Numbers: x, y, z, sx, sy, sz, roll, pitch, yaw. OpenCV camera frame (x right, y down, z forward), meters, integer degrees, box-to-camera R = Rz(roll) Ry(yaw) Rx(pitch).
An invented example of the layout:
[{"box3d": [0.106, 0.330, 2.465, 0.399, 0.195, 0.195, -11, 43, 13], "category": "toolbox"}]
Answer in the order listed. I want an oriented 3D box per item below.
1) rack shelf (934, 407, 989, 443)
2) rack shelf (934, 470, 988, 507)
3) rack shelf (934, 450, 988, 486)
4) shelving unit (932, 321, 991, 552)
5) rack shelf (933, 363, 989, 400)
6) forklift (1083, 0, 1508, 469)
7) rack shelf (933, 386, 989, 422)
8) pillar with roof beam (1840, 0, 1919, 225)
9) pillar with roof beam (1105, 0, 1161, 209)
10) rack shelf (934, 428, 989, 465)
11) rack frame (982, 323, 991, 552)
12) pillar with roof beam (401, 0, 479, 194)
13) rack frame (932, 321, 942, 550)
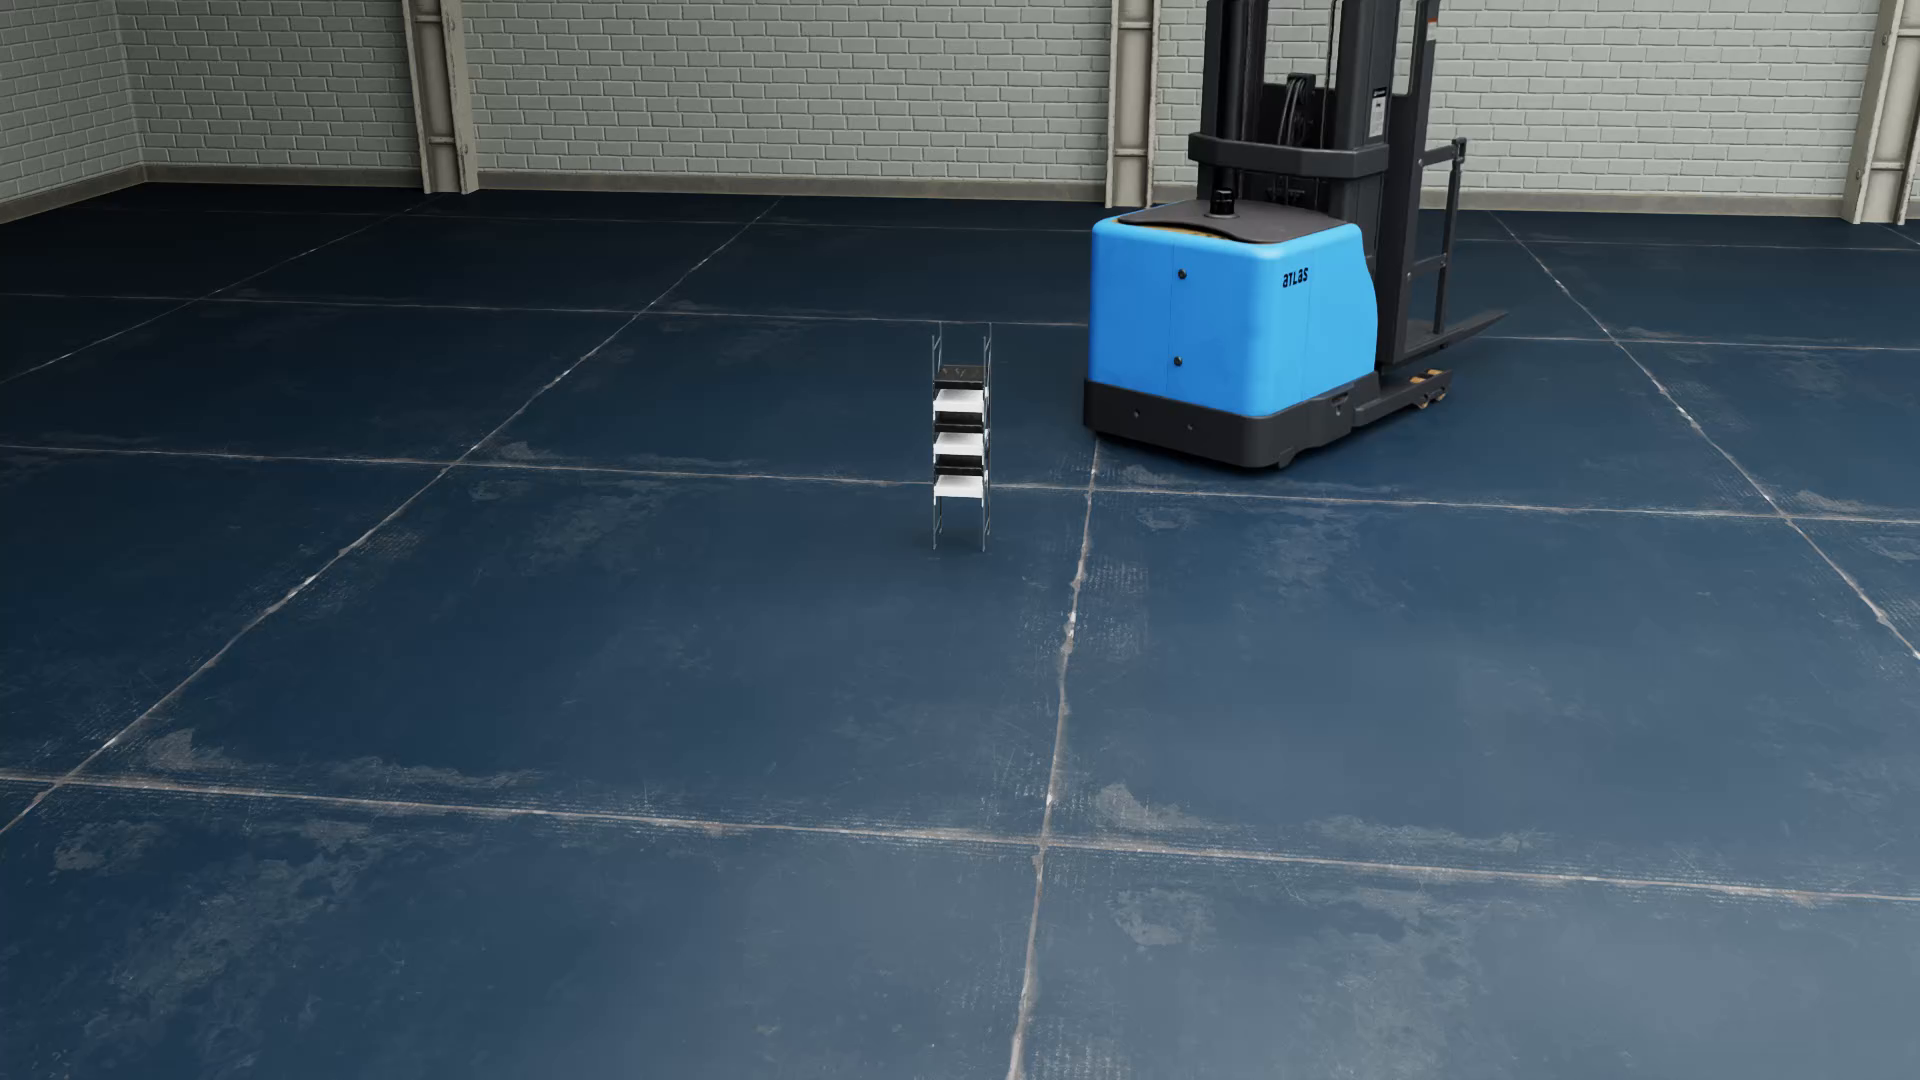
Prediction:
[{"box3d": [0.008, -0.471, 6.753, 0.200, 0.077, 0.258, 2, 22, 6], "category": "rack shelf"}, {"box3d": [0.008, -0.220, 6.852, 0.200, 0.077, 0.258, 2, 22, 6], "category": "rack shelf"}, {"box3d": [0.008, -0.303, 6.819, 0.200, 0.077, 0.258, 2, 22, 6], "category": "rack shelf"}, {"box3d": [0.008, -0.418, 6.773, 0.210, 0.900, 0.258, 2, 22, 6], "category": "shelving unit"}, {"box3d": [0.008, -0.638, 6.686, 0.200, 0.077, 0.258, 2, 22, 6], "category": "rack shelf"}, {"box3d": [1.955, -2.153, 8.400, 1.130, 2.935, 3.031, 18, 28, 38], "category": "forklift"}, {"box3d": [0.008, -0.555, 6.720, 0.200, 0.077, 0.258, 2, 22, 6], "category": "rack shelf"}, {"box3d": [6.888, -5.204, 7.864, 0.400, 9.000, 9.100, 2, 22, 6], "category": "pillar with roof beam"}, {"box3d": [0.930, -5.464, 8.520, 0.400, 9.000, 9.100, 2, 22, 6], "category": "pillar with roof beam"}, {"box3d": [0.008, -0.387, 6.786, 0.200, 0.077, 0.258, 2, 22, 6], "category": "rack shelf"}, {"box3d": [0.109, -0.414, 6.762, 0.006, 0.900, 0.240, 2, 22, 6], "category": "rack frame"}, {"box3d": [-5.028, -5.723, 9.177, 0.400, 9.000, 9.100, 2, 22, 6], "category": "pillar with roof beam"}, {"box3d": [-0.093, -0.423, 6.785, 0.006, 0.900, 0.240, 2, 22, 6], "category": "rack frame"}]
